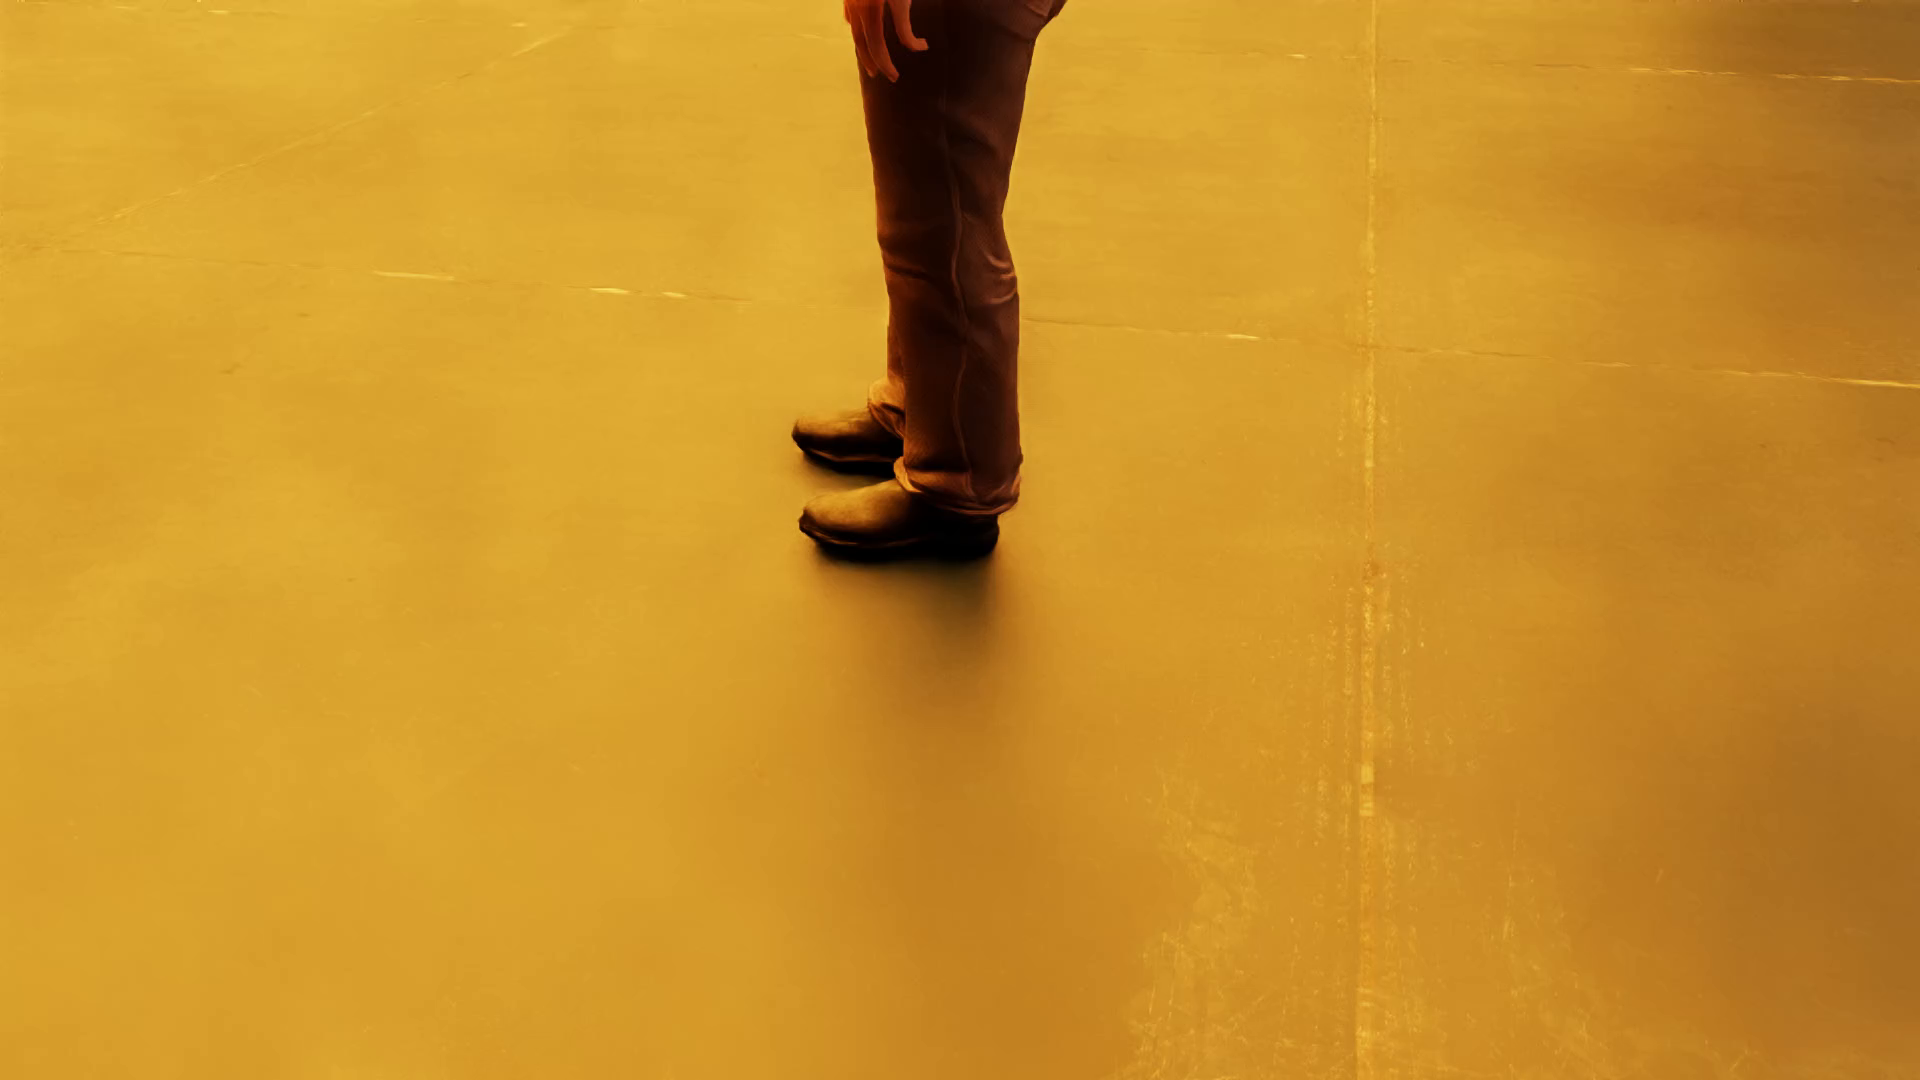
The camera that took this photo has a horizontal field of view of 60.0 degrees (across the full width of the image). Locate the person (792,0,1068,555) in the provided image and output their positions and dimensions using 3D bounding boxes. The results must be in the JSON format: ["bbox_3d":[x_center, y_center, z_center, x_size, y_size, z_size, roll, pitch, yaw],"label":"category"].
[{"bbox_3d":[-0.059,-0.785,2.128,0.567,1.720,0.632,6,27,11],"label":"person"}]
